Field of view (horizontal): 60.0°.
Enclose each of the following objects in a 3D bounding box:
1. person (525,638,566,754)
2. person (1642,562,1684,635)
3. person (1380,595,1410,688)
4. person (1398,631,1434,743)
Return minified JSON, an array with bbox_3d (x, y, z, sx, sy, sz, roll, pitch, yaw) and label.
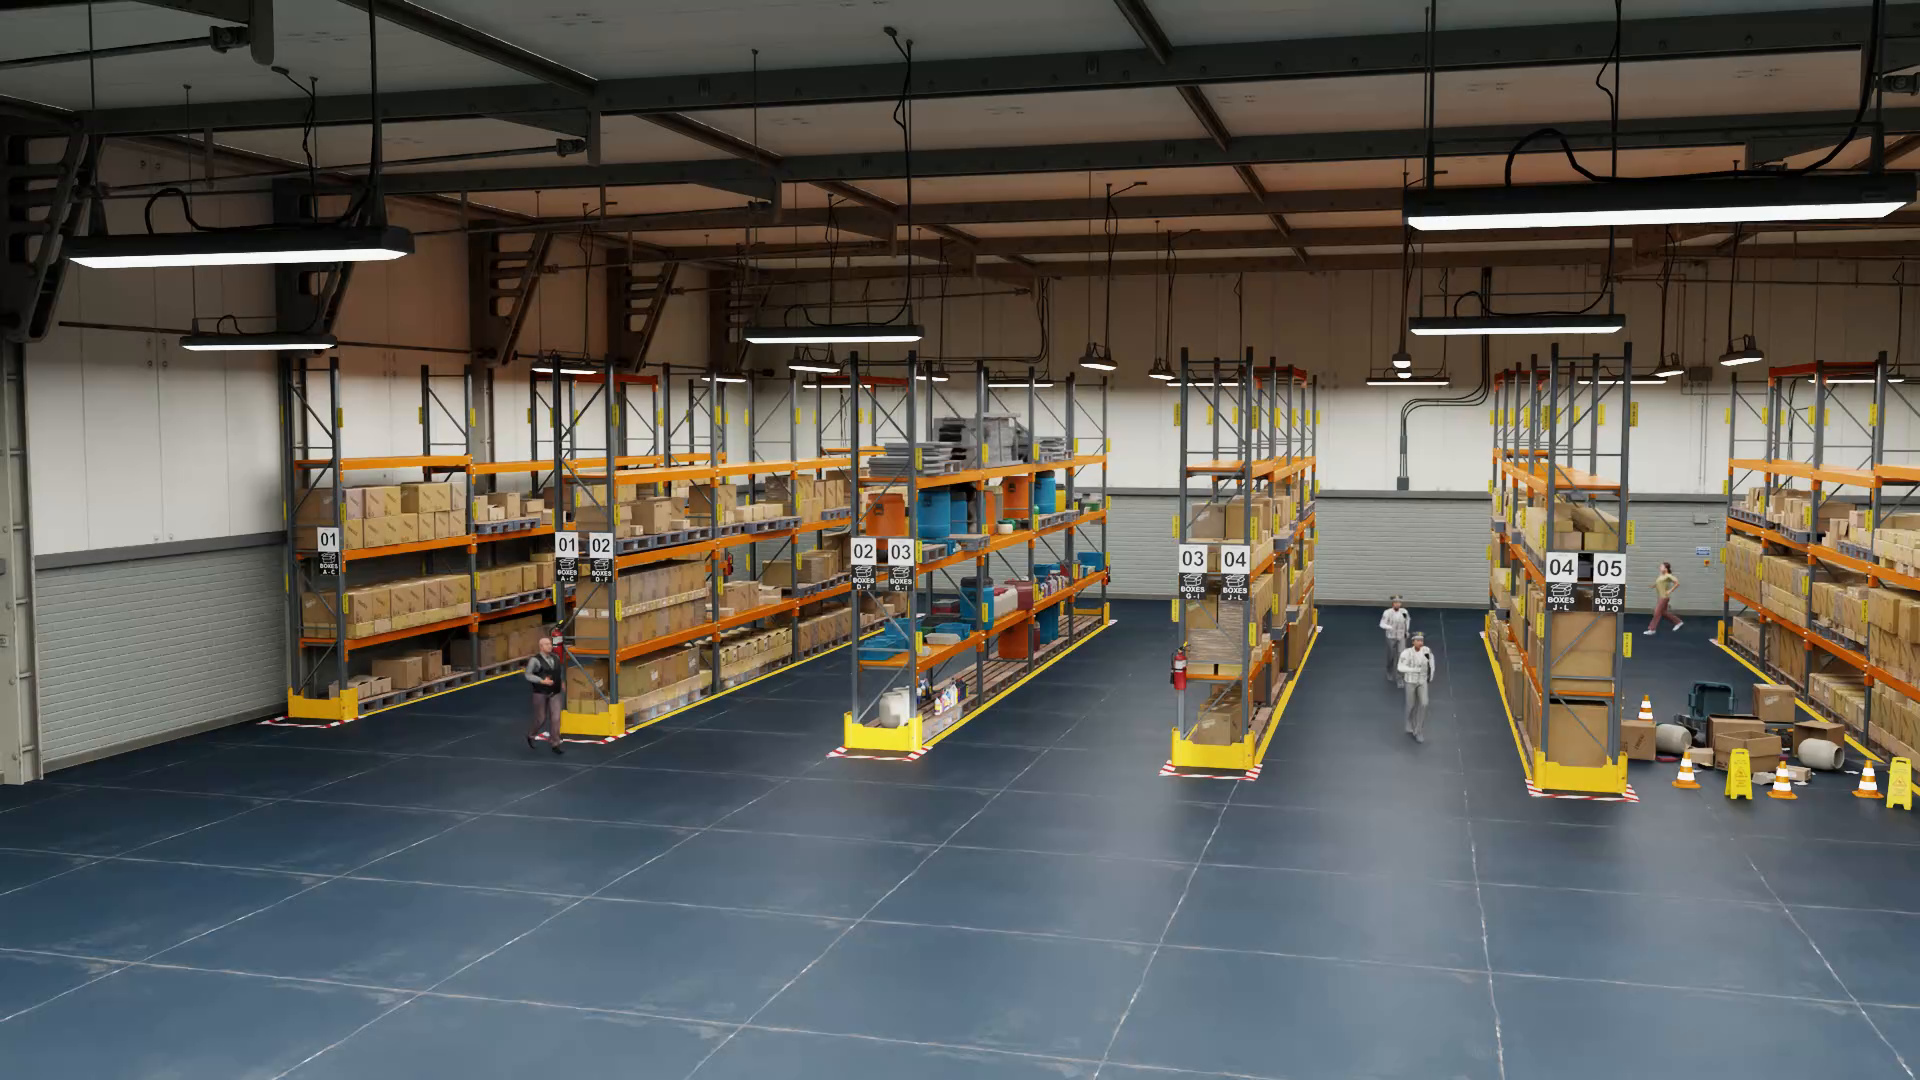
[{"bbox_3d":[-6.179,2.312,24.828,0.677,1.715,0.839,-4,6,-44],"label":"person"},{"bbox_3d":[16.198,1.344,38.251,0.955,1.667,0.577,0,4,2],"label":"person"},{"bbox_3d":[8.161,1.864,31.191,0.562,1.719,0.857,1,4,11],"label":"person"},{"bbox_3d":[7.123,2.263,25.977,0.638,1.728,0.800,0,4,-1],"label":"person"}]
